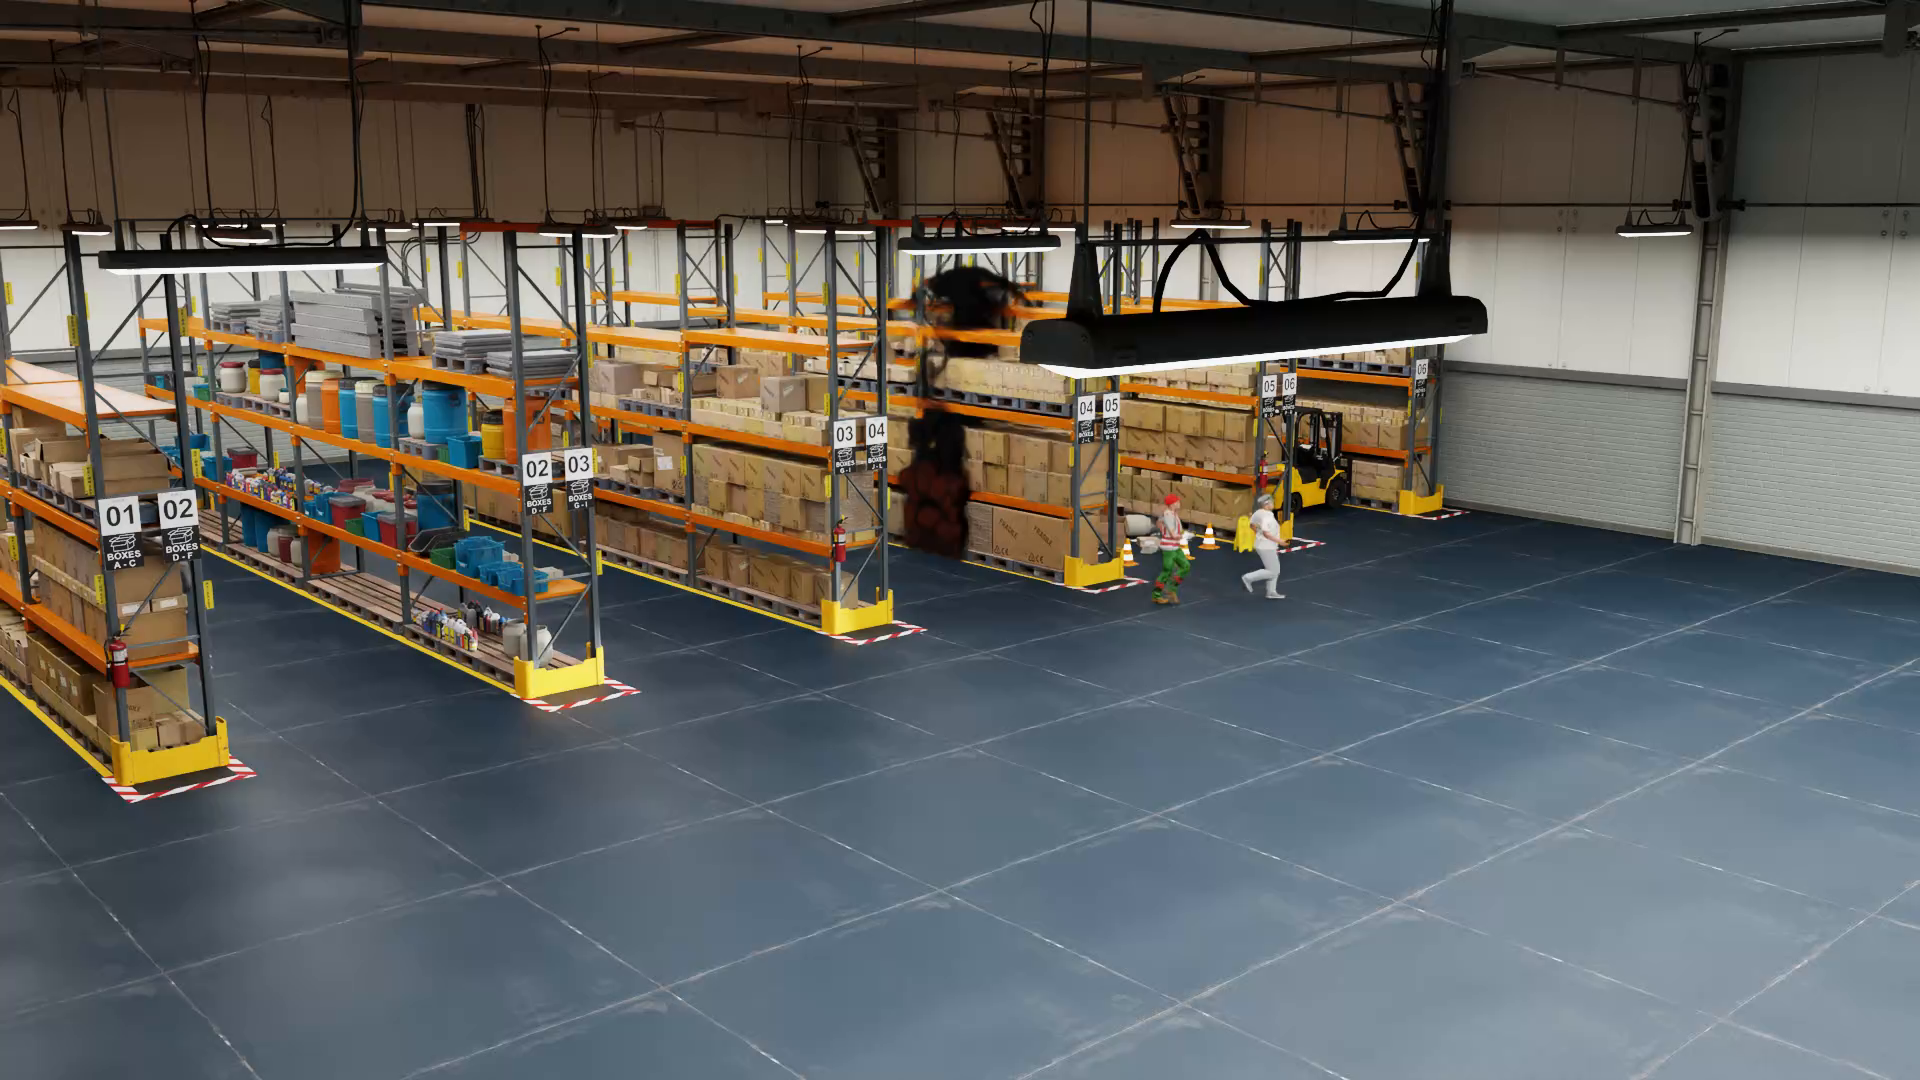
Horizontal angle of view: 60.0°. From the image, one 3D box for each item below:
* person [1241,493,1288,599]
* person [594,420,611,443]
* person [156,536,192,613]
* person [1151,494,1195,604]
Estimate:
[{"bbox_3d":[4.926,0.110,26.951,0.775,1.752,0.663,-1,11,-5],"label":"person"},{"bbox_3d":[-8.818,-2.722,41.308,0.926,1.642,0.729,-4,12,-20],"label":"person"},{"bbox_3d":[-12.232,0.341,26.000,0.519,1.649,0.611,9,15,38],"label":"person"},{"bbox_3d":[3.424,0.152,26.622,0.679,1.798,0.662,3,12,15],"label":"person"}]
